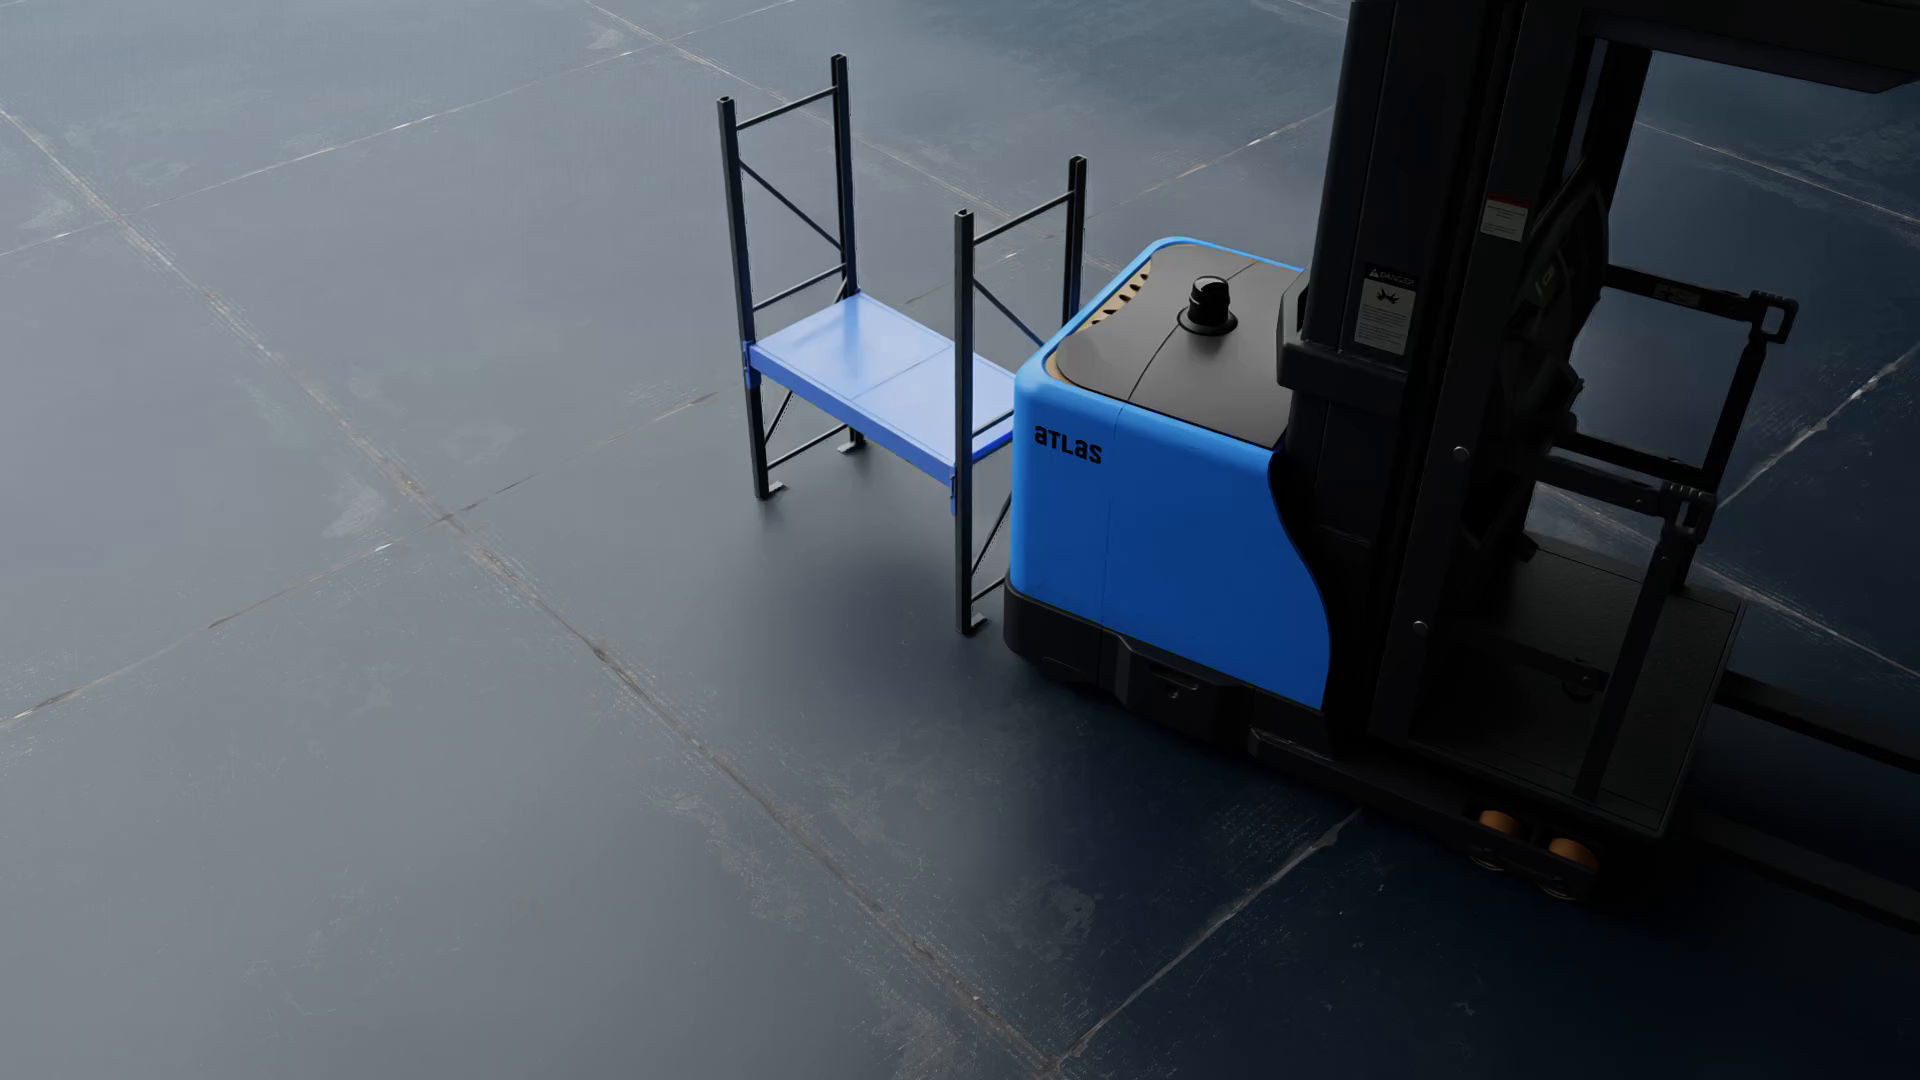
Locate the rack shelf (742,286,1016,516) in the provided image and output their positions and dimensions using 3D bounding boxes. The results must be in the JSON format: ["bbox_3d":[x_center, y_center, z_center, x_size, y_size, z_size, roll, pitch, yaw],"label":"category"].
[{"bbox_3d":[-0.187,-0.480,5.437,0.538,0.185,1.000,-32,49,-33],"label":"rack shelf"}]

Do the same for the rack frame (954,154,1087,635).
[{"bbox_3d":[0.172,-0.394,5.044,0.500,1.500,0.032,-32,49,-33],"label":"rack frame"}]

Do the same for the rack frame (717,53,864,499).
[{"bbox_3d":[-0.546,-0.846,5.604,0.500,1.500,0.032,-32,49,-33],"label":"rack frame"}]

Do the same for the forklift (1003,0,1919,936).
[{"bbox_3d":[1.664,-0.546,4.093,3.031,2.935,1.130,21,43,24],"label":"forklift"}]

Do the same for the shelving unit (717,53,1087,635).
[{"bbox_3d":[-0.187,-0.620,5.324,0.538,1.500,1.048,-32,49,-33],"label":"shelving unit"}]
